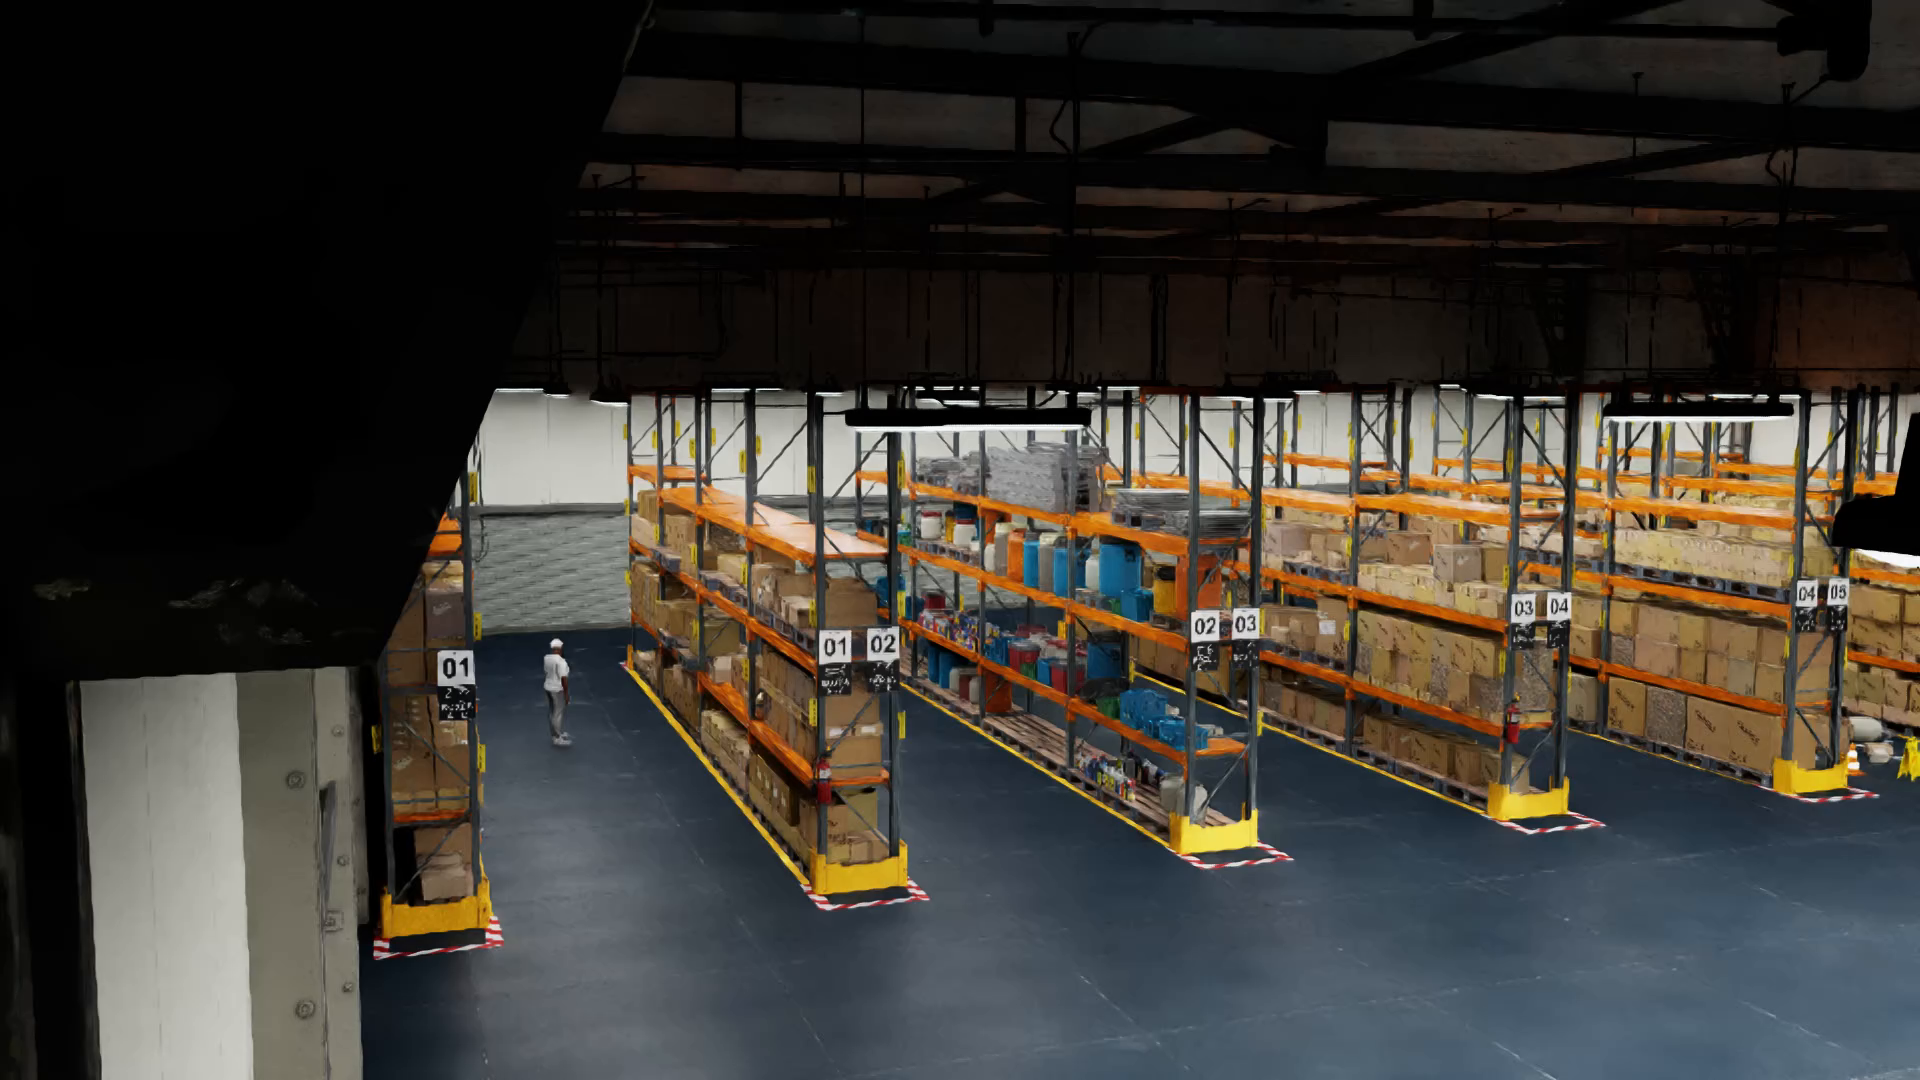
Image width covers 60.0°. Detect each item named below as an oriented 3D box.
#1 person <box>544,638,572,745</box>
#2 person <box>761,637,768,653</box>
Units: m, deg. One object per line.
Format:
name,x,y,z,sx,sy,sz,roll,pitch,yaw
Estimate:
person,-6.767,2.533,28.098,0.464,1.772,0.645,-6,8,-44
person,-4.040,1.917,35.444,0.479,1.496,1.090,-2,6,-17
